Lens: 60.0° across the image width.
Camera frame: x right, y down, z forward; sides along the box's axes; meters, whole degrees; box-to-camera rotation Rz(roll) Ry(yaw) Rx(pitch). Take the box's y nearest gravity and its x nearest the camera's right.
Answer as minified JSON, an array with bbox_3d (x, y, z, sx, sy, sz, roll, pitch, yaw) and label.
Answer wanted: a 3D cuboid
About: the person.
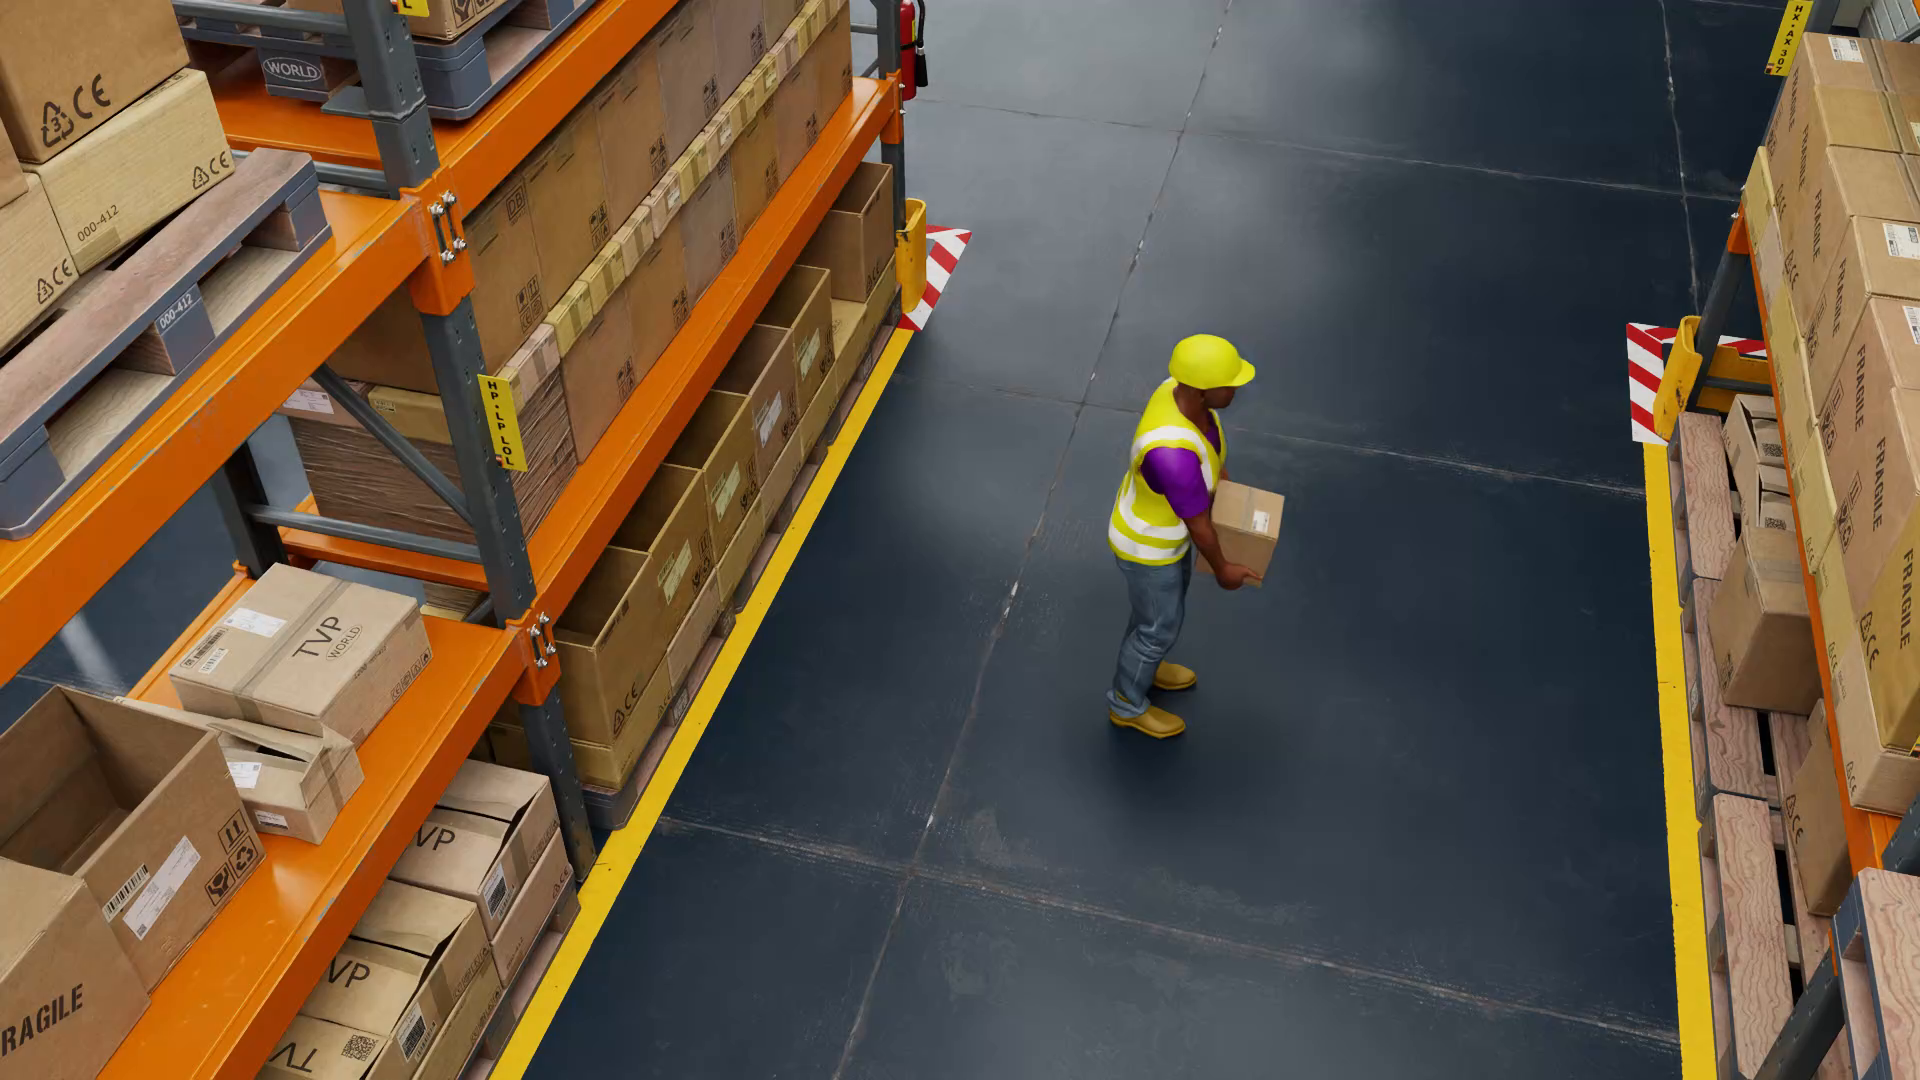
[{"bbox_3d":[0.846,-0.011,6.162,0.586,1.752,0.503,9,42,11],"label":"person"}]
